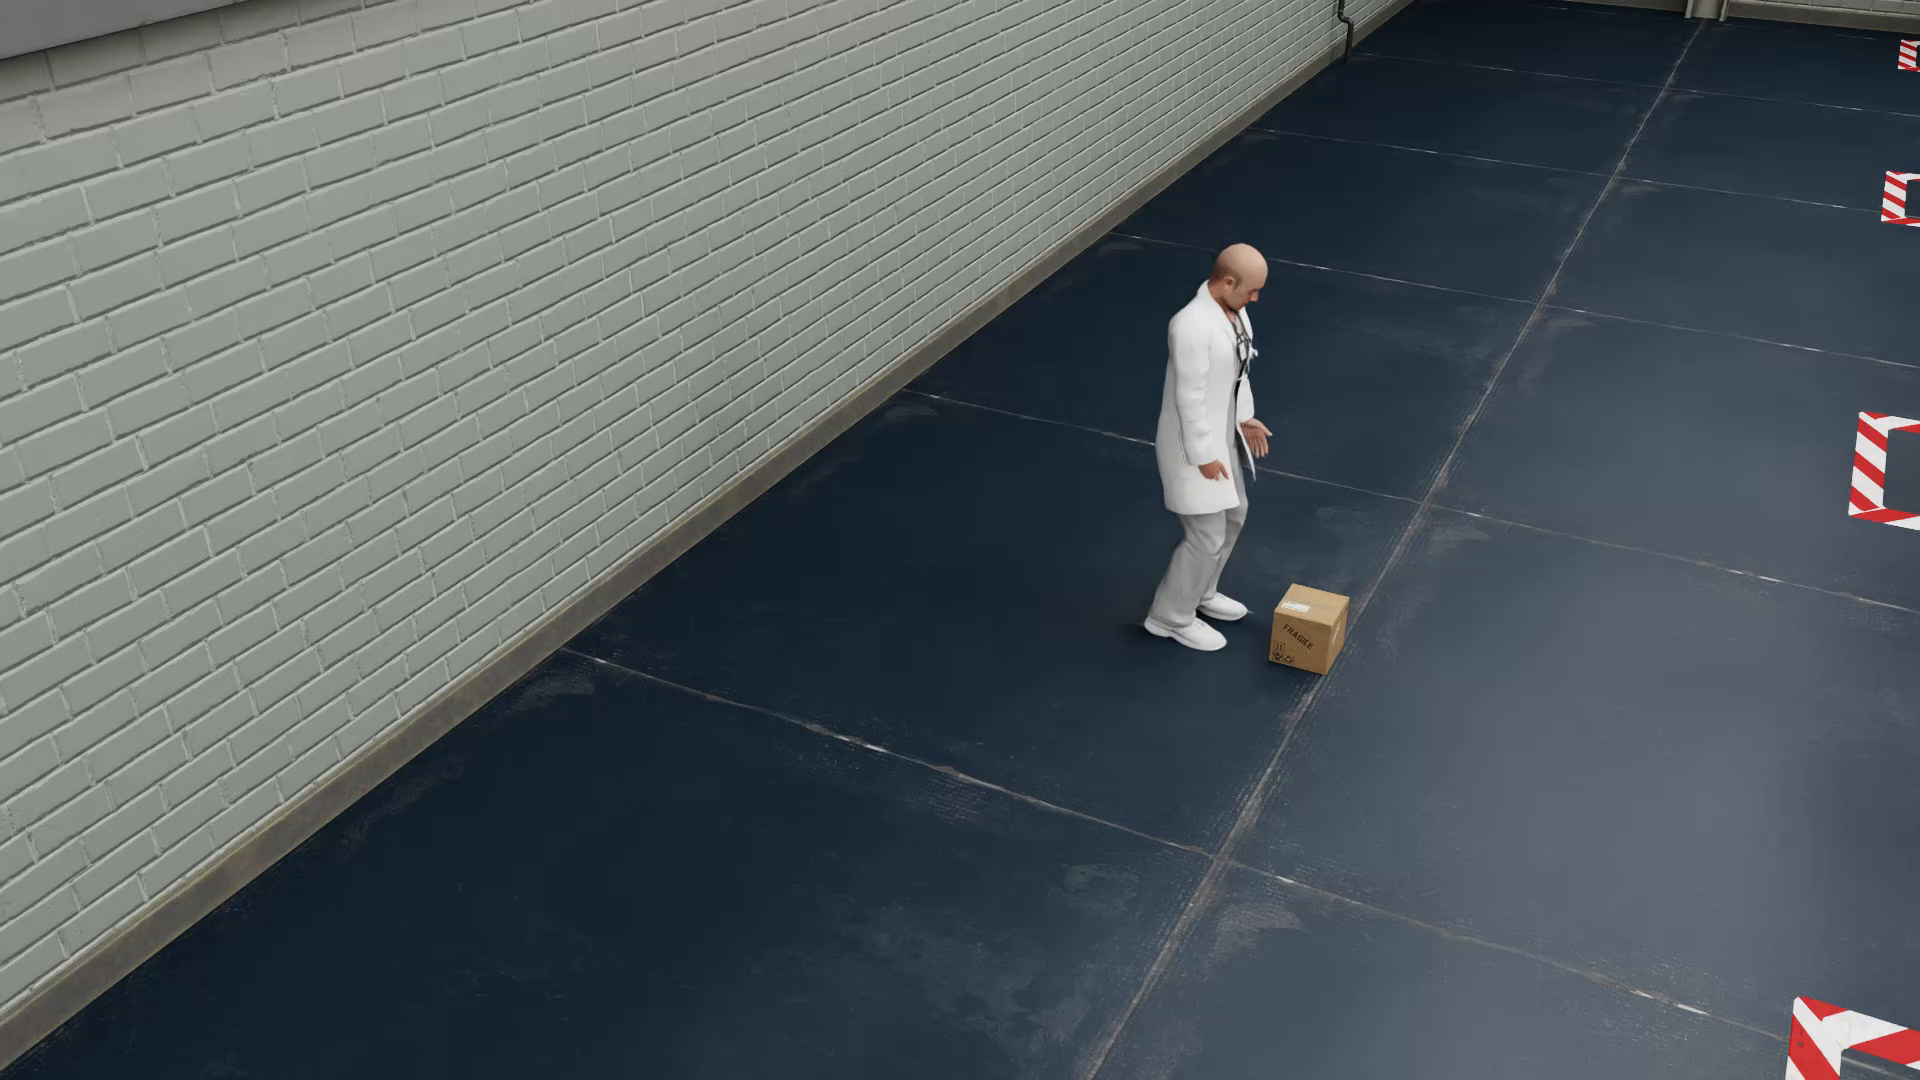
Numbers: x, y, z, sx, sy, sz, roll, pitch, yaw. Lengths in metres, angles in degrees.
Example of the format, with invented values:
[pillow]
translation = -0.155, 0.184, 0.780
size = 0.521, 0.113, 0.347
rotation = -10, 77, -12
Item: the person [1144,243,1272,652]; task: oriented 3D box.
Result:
[person]
translation = 1.038, -0.396, 6.893
size = 0.401, 1.739, 0.583
rotation = 15, 33, 25
